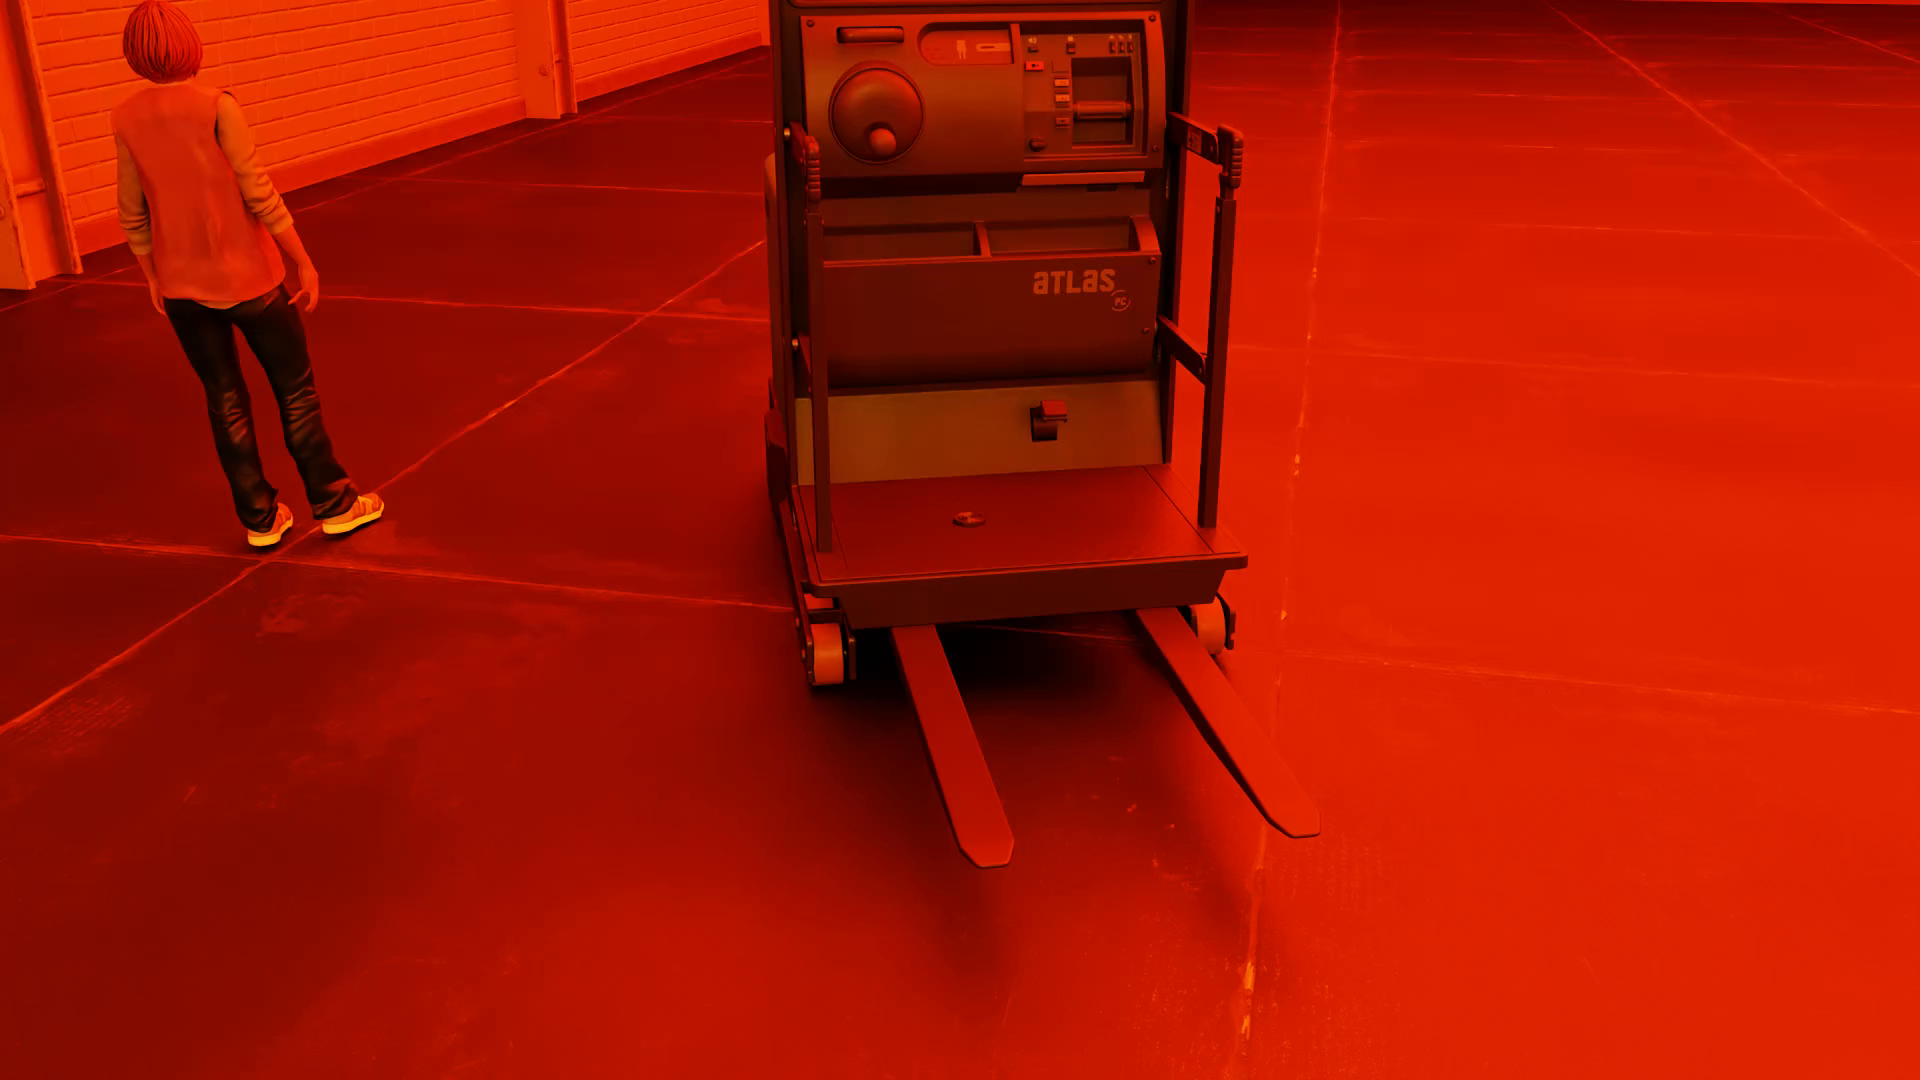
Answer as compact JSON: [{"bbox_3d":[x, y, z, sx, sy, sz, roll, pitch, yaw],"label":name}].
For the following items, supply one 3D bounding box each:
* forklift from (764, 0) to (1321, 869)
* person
[{"bbox_3d":[0.104,-1.131,4.040,1.130,2.935,3.031,-4,22,-9],"label":"forklift"},{"bbox_3d":[-2.109,-0.754,4.864,0.520,1.597,0.475,1,22,2],"label":"person"}]
